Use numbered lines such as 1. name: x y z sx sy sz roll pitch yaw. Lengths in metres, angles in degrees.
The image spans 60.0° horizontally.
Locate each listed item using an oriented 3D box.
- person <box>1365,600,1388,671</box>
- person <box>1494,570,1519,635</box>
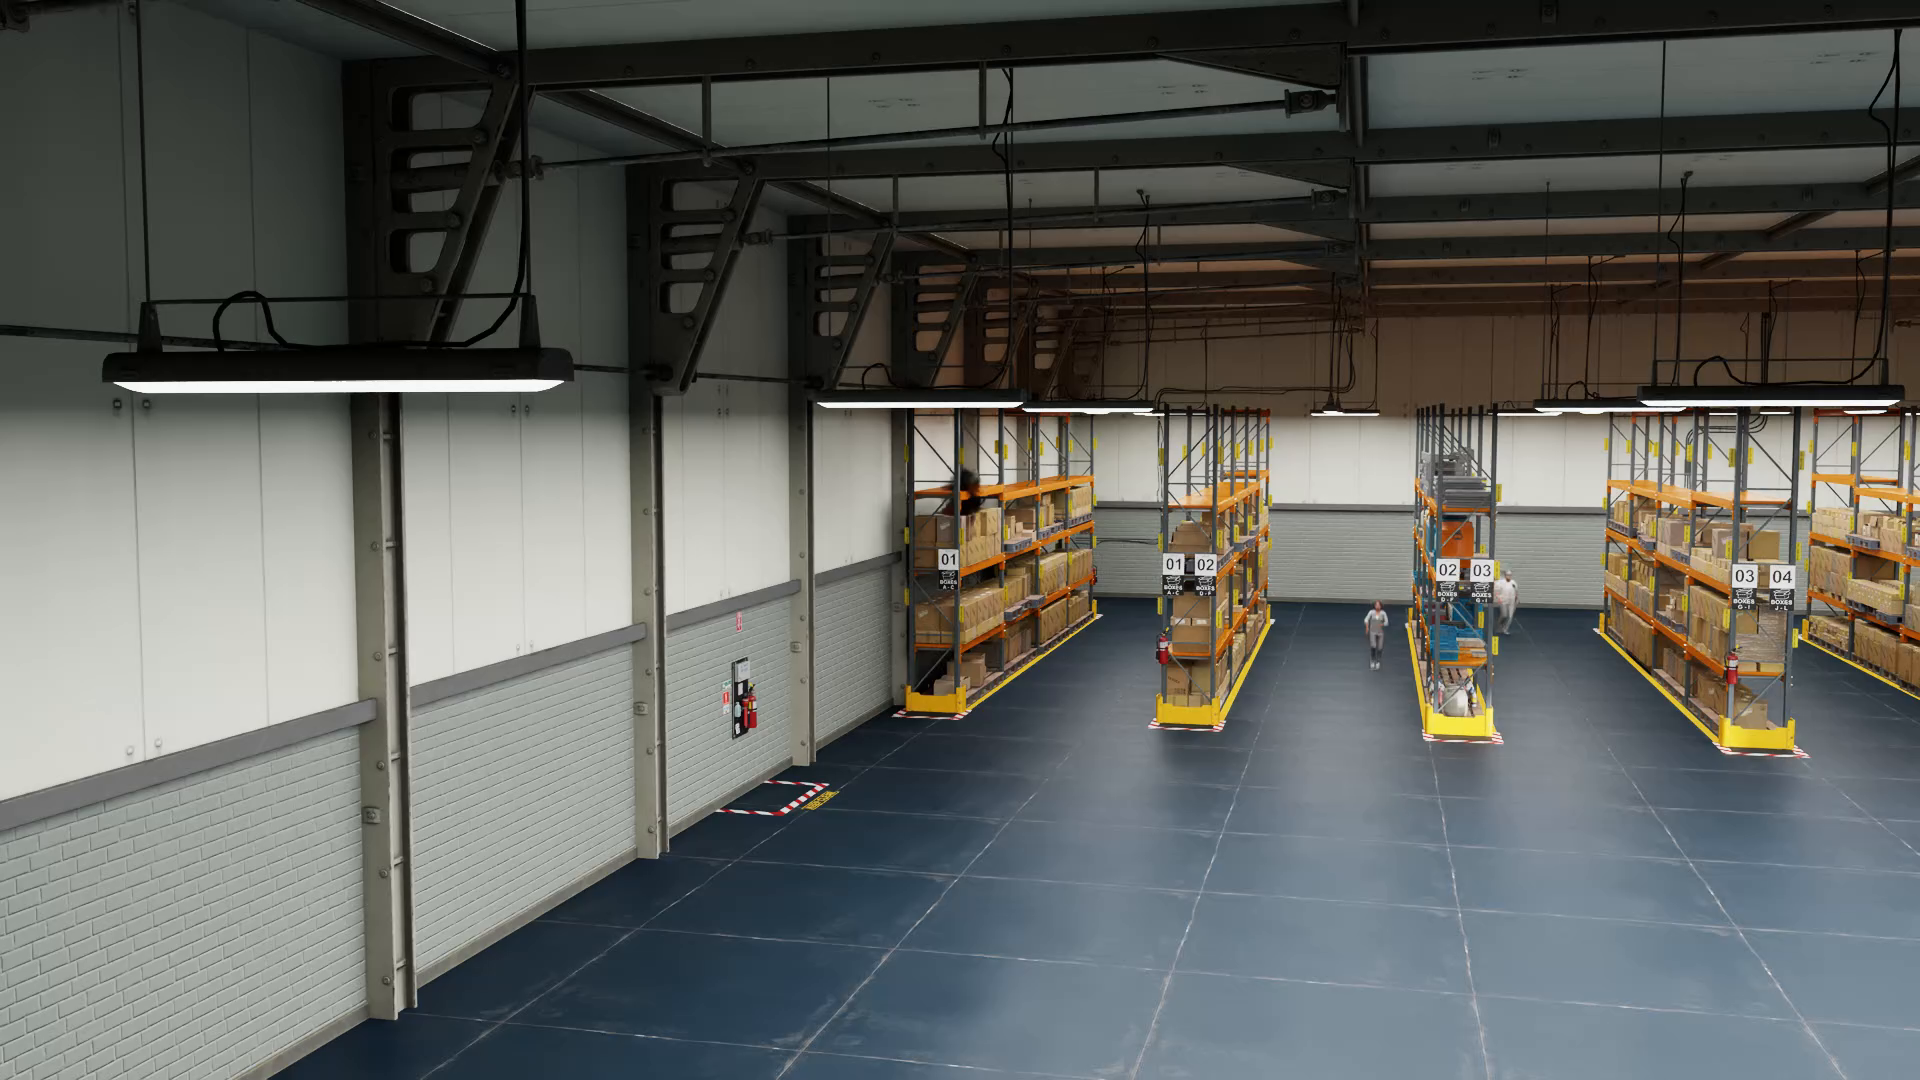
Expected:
1. person: 9.473 2.171 37.806 0.504 1.611 0.677 1 4 9
2. person: 14.461 1.648 43.914 0.645 1.730 0.585 0 4 -4
